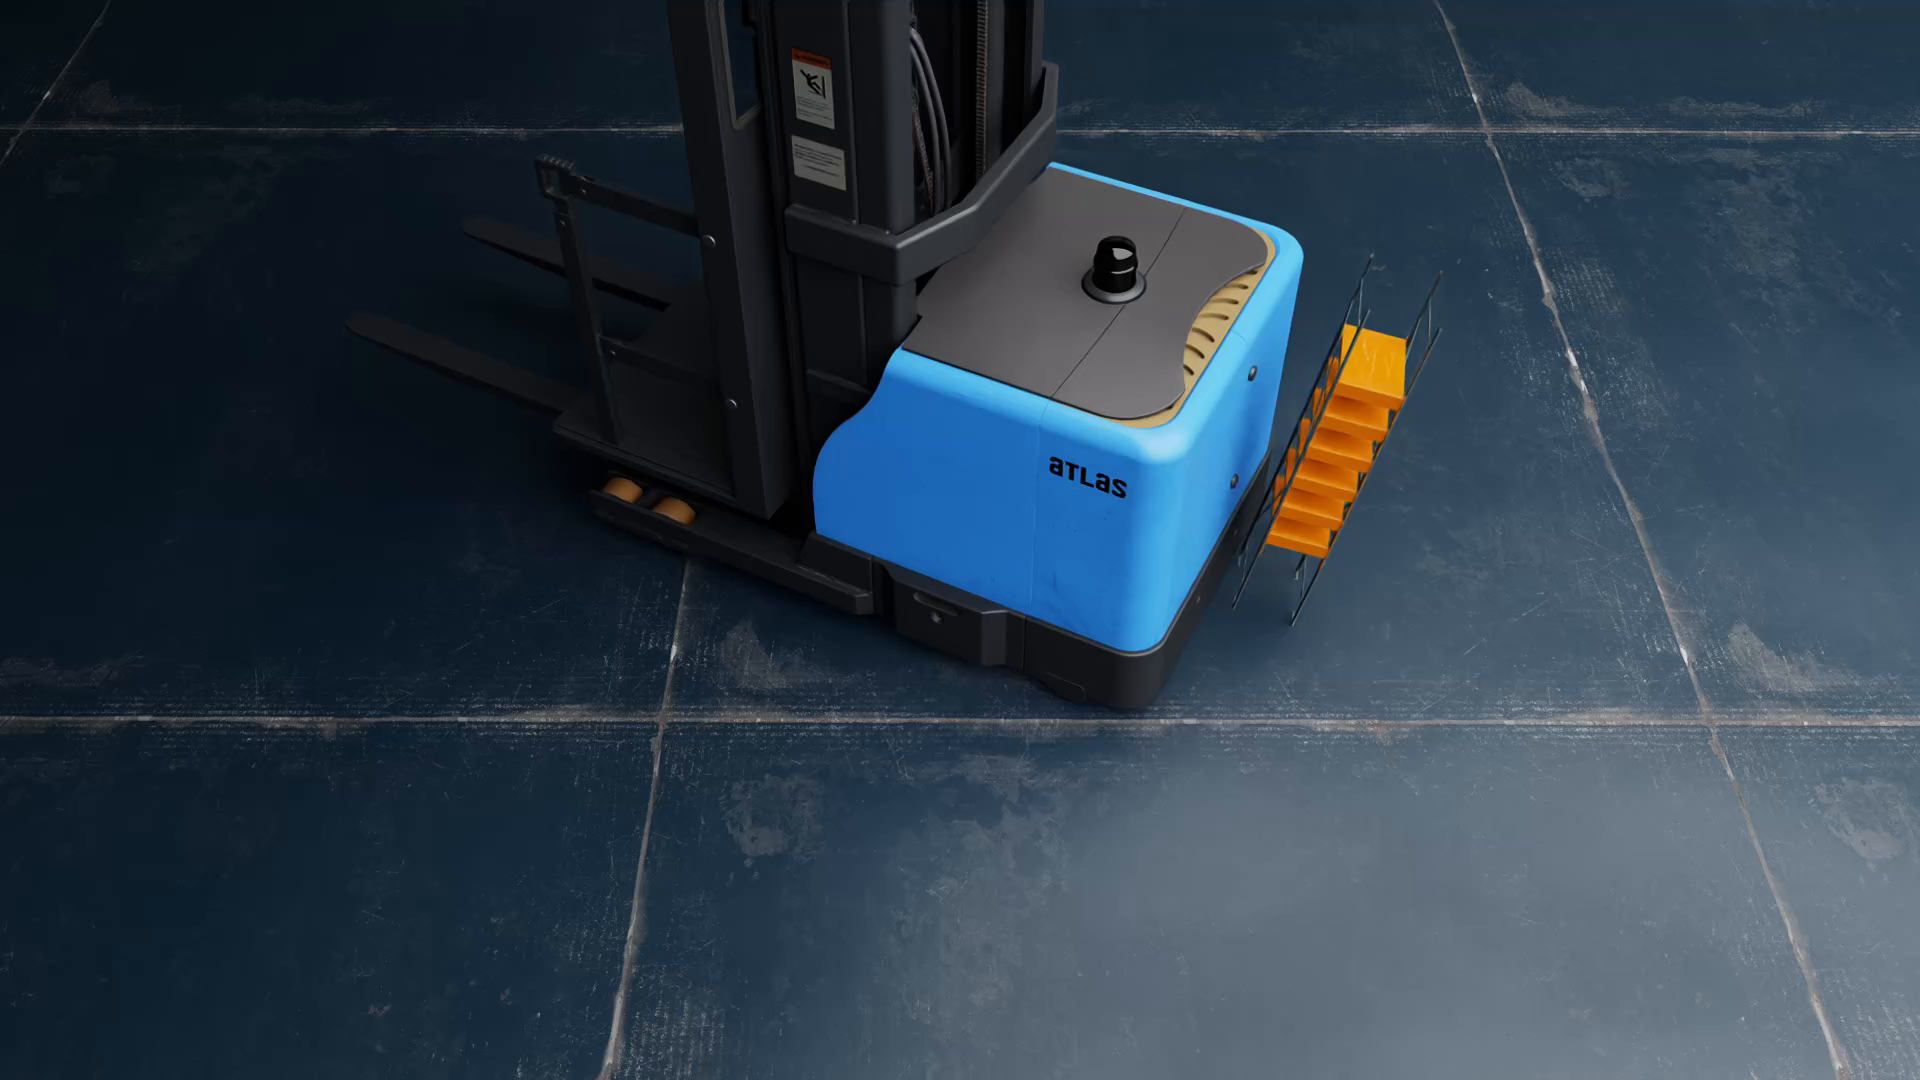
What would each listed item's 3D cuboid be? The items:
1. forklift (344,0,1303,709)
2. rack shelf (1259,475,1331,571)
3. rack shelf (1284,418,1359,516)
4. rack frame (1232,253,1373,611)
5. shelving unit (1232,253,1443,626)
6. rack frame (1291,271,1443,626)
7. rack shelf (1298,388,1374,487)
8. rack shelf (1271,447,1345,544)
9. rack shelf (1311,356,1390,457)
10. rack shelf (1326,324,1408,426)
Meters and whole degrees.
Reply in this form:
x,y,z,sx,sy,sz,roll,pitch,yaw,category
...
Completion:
x,y,z,sx,sy,sz,roll,pitch,yaw,category
-0.589,-1.291,4.449,3.031,2.935,1.130,21,50,18,forklift
0.985,-0.055,4.853,0.180,0.103,0.258,15,48,1,rack shelf
1.023,-0.210,4.675,0.180,0.103,0.258,15,48,1,rack shelf
0.941,-0.262,4.643,0.006,1.200,0.240,15,48,1,rack frame
1.030,-0.239,4.642,0.189,1.200,0.258,15,48,1,shelving unit
1.118,-0.215,4.640,0.006,1.200,0.240,15,48,1,rack frame
1.042,-0.288,4.585,0.180,0.103,0.258,15,48,1,rack shelf
1.004,-0.132,4.764,0.180,0.103,0.258,15,48,1,rack shelf
1.061,-0.366,4.496,0.180,0.103,0.258,15,48,1,rack shelf
1.080,-0.444,4.407,0.180,0.103,0.258,15,48,1,rack shelf
